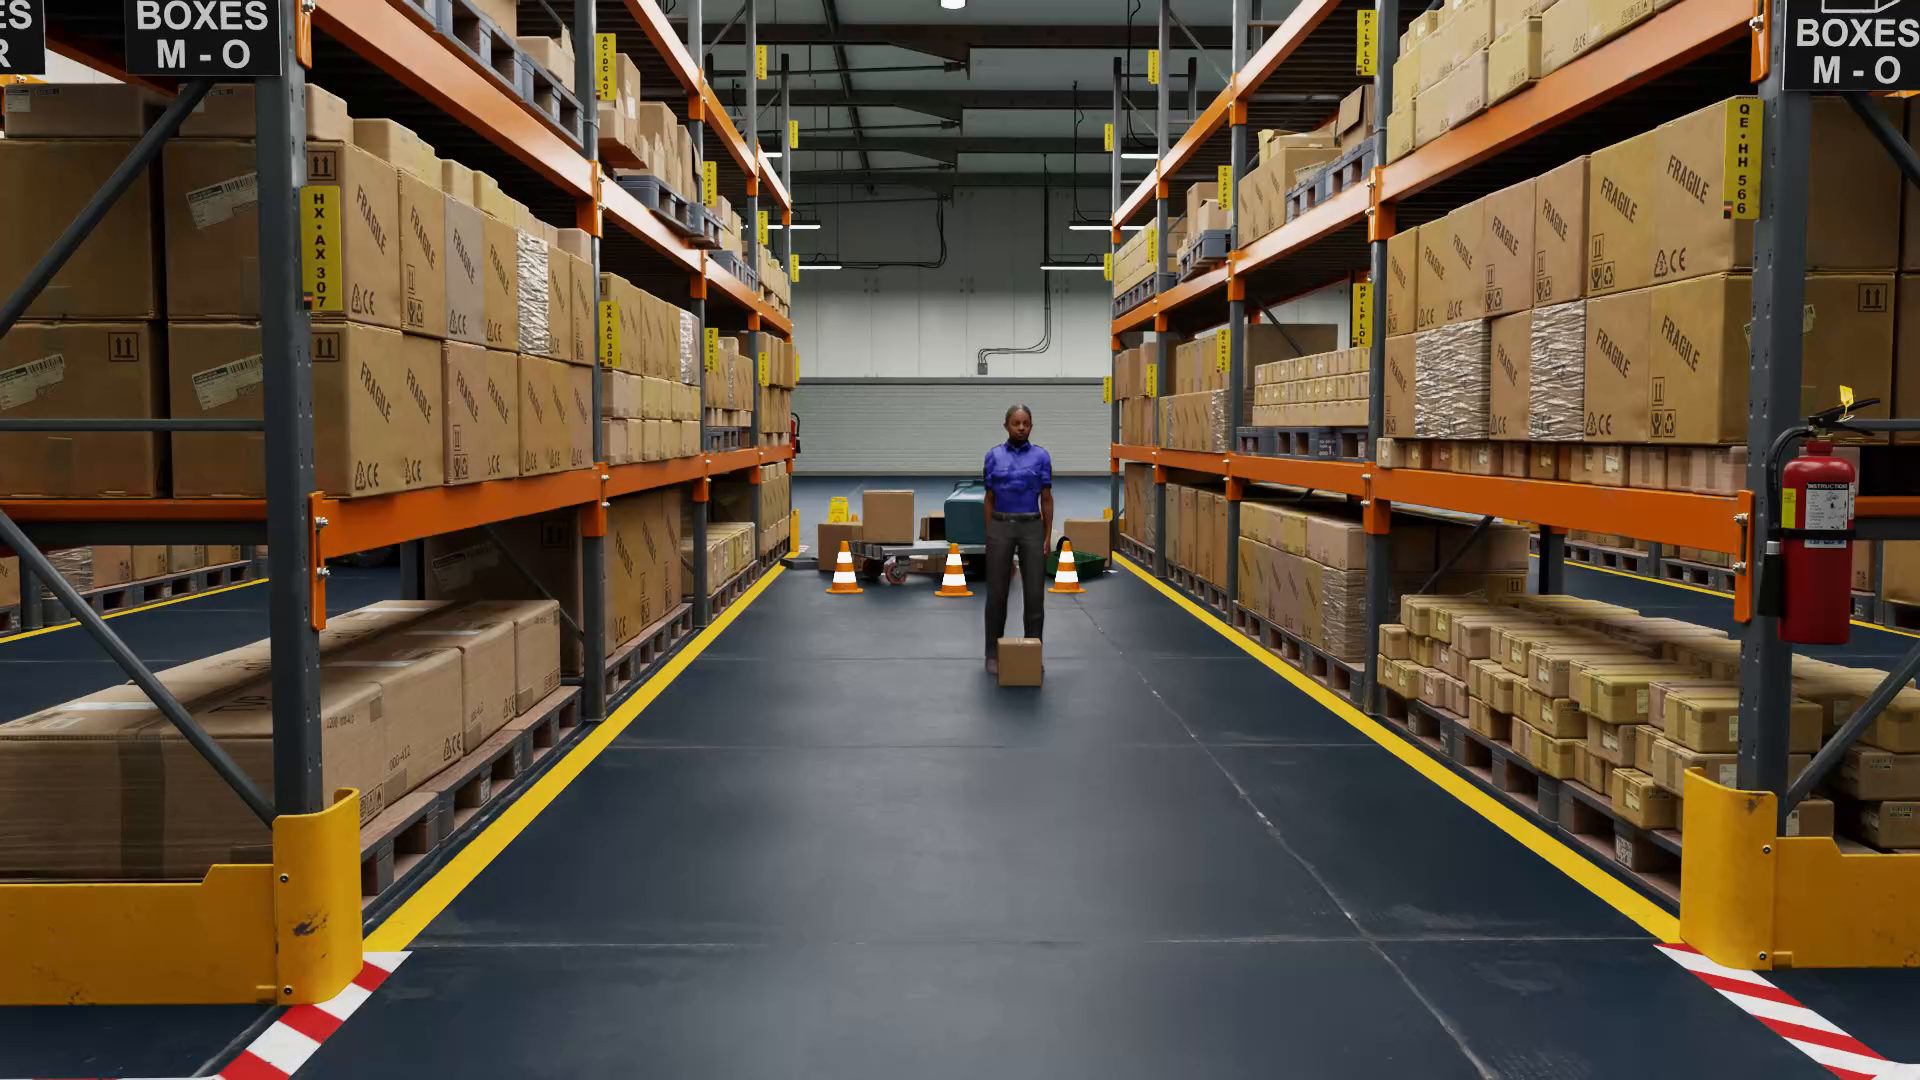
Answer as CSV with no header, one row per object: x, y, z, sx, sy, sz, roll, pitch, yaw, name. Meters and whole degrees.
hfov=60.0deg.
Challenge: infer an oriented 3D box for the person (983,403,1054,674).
0.360,-0.002,10.253,0.436,1.677,0.309,0,4,0,person
